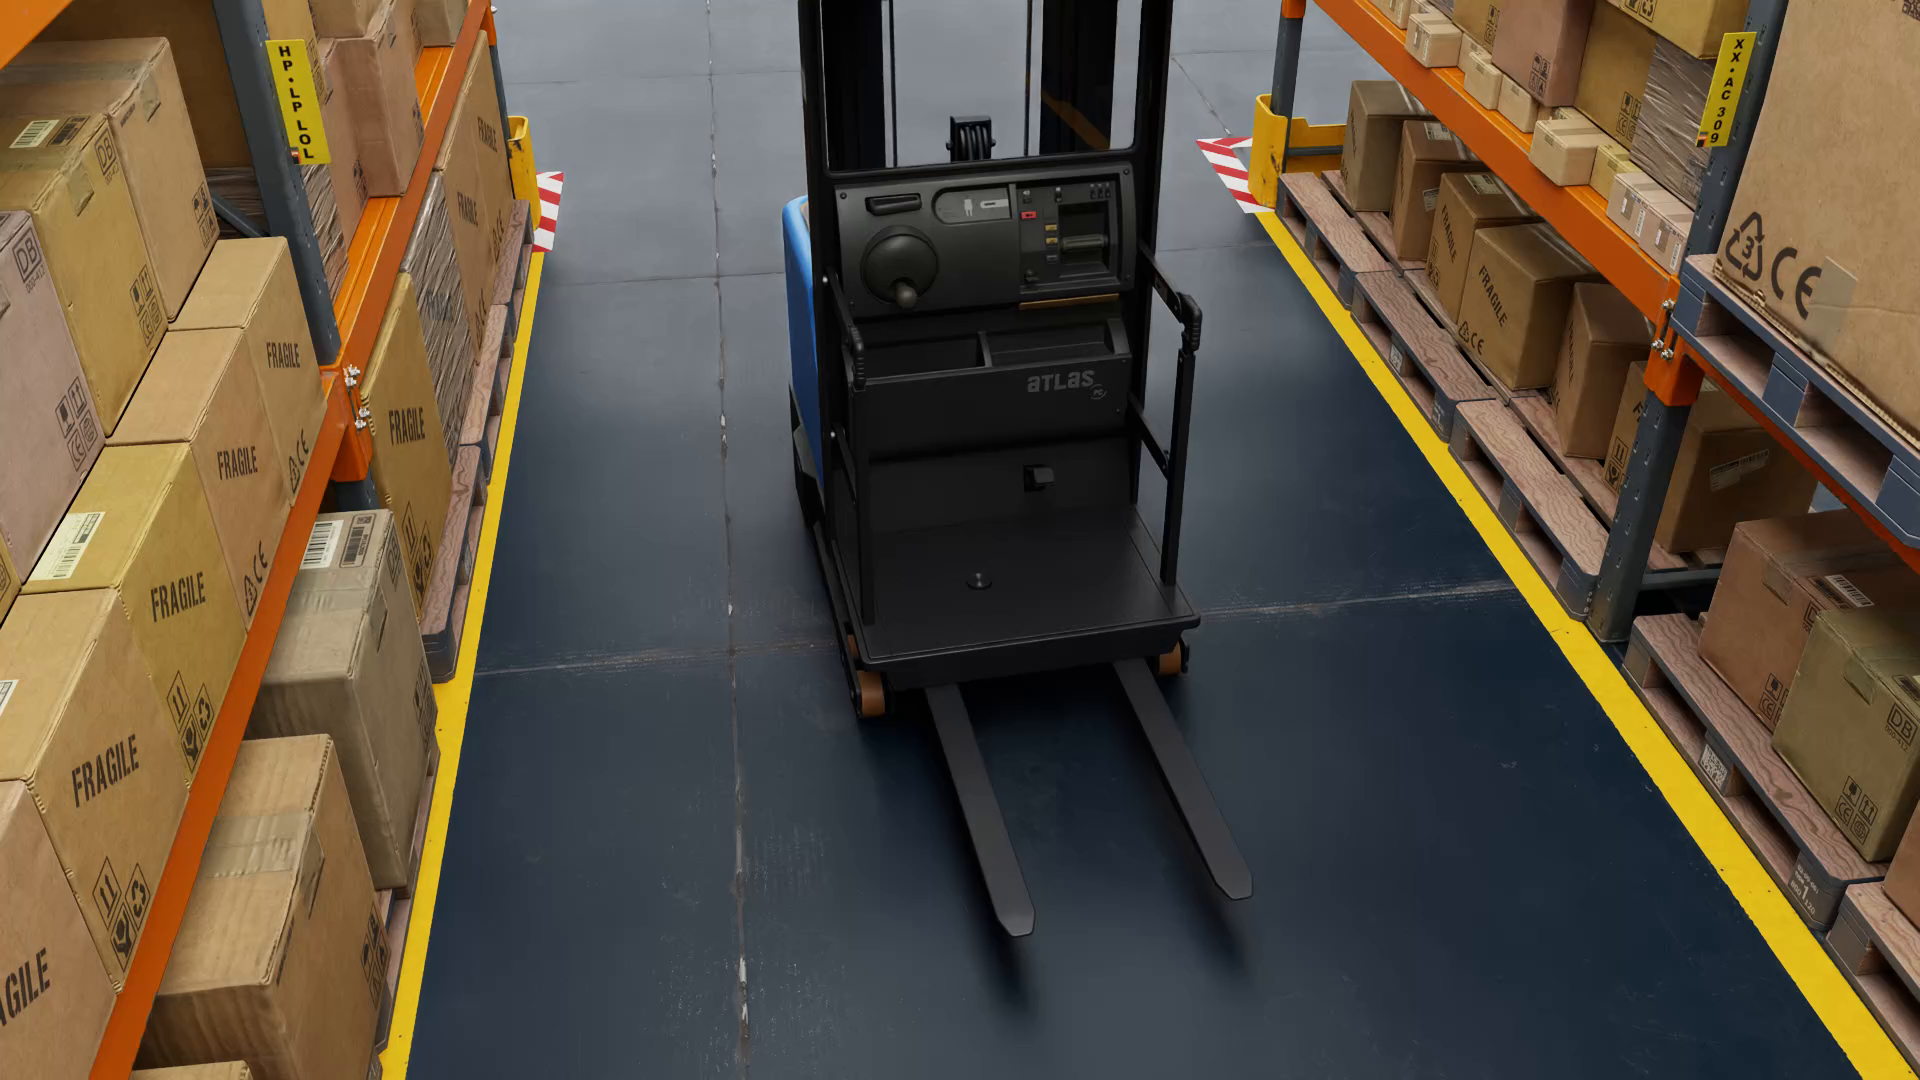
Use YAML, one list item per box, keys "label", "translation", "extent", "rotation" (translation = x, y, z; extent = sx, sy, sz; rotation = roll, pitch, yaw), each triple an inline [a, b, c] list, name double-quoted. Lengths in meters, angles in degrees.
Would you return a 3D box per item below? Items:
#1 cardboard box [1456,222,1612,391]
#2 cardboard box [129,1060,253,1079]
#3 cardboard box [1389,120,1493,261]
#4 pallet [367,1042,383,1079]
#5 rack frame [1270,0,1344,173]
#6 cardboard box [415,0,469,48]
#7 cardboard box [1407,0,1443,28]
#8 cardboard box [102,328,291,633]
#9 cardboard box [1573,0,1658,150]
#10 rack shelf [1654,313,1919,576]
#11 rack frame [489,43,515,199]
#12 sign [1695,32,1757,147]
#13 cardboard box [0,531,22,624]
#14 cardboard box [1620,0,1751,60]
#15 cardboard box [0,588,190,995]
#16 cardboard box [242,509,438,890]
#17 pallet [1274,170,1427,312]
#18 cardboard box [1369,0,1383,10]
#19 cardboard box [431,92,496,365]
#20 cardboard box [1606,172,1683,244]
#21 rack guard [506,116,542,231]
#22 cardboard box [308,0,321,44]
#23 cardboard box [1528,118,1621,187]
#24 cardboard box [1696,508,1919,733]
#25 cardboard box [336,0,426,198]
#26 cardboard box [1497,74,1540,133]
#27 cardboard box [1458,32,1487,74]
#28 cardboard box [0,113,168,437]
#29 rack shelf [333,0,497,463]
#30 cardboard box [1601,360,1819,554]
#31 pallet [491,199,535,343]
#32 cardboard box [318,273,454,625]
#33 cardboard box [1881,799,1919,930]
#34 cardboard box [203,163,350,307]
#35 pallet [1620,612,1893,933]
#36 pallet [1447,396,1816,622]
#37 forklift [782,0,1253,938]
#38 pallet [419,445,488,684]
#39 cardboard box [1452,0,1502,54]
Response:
- label: "cardboard box"
  translation: [2.429, -0.976, 6.865]
  extent: [0.500, 0.500, 0.500]
  rotation: [-7, 35, -11]
- label: "cardboard box"
  translation: [-1.815, 1.524, 2.975]
  extent: [1.050, 0.750, 0.750]
  rotation: [-4, 34, -6]
- label: "cardboard box"
  translation: [2.333, -1.641, 7.842]
  extent: [0.500, 0.500, 0.500]
  rotation: [4, 35, 6]
- label: "pallet"
  translation: [-1.894, 1.629, 3.671]
  extent: [1.003, 0.211, 1.213]
  rotation: [-4, 35, -6]
- label: "rack frame"
  translation: [2.151, -3.181, 8.255]
  extent: [1.000, 3.000, 0.127]
  rotation: [-4, 35, -6]
- label: "cardboard box"
  translation: [-2.587, -2.415, 6.997]
  extent: [0.875, 0.550, 0.550]
  rotation: [-4, 35, -6]
- label: "cardboard box"
  translation: [2.128, -2.203, 7.043]
  extent: [0.380, 0.149, 0.250]
  rotation: [-4, 35, -6]
- label: "cardboard box"
  translation: [-1.836, -0.118, 3.671]
  extent: [0.500, 0.500, 0.500]
  rotation: [-5, 35, -7]
- label: "cardboard box"
  translation: [2.658, -1.651, 5.656]
  extent: [0.875, 0.500, 0.500]
  rotation: [-4, 35, -6]
- label: "rack shelf"
  translation: [2.958, 0.464, 3.544]
  extent: [1.077, 0.370, 4.000]
  rotation: [-4, 35, -6]
- label: "rack frame"
  translation: [-2.777, -2.862, 7.786]
  extent: [1.000, 3.000, 0.127]
  rotation: [-4, 35, -6]
- label: "sign"
  translation: [2.153, -1.262, 4.669]
  extent: [0.100, 0.325, 0.005]
  rotation: [-4, 35, -6]
- label: "cardboard box"
  translation: [-1.961, 0.043, 2.547]
  extent: [0.700, 0.500, 0.500]
  rotation: [-5, 35, -7]
- label: "cardboard box"
  translation: [2.356, -1.757, 4.924]
  extent: [0.500, 0.500, 0.500]
  rotation: [-4, 35, -6]
- label: "cardboard box"
  translation: [-1.698, 0.447, 2.842]
  extent: [0.500, 0.500, 0.500]
  rotation: [-5, 35, -7]
- label: "cardboard box"
  translation: [-2.067, 0.466, 4.528]
  extent: [1.050, 0.750, 0.750]
  rotation: [-5, 35, -7]
- label: "pallet"
  translation: [2.236, -1.531, 8.309]
  extent: [1.003, 0.211, 1.213]
  rotation: [-4, 35, -6]
- label: "cardboard box"
  translation: [2.041, -2.481, 7.450]
  extent: [0.380, 0.149, 0.250]
  rotation: [-4, 35, -6]
- label: "cardboard box"
  translation: [-2.500, -1.293, 6.998]
  extent: [0.875, 0.875, 0.875]
  rotation: [-5, 35, -7]
- label: "cardboard box"
  translation: [2.345, -1.083, 5.399]
  extent: [0.380, 0.149, 0.250]
  rotation: [-4, 35, -6]
- label: "rack guard"
  translation: [-2.781, -1.843, 8.510]
  extent: [1.175, 0.500, 0.348]
  rotation: [-4, 35, -6]
- label: "cardboard box"
  translation: [-2.444, -1.645, 4.908]
  extent: [0.875, 0.550, 0.550]
  rotation: [-4, 35, -6]
- label: "cardboard box"
  translation: [2.227, -1.358, 5.803]
  extent: [0.380, 0.149, 0.250]
  rotation: [-4, 35, -6]
- label: "cardboard box"
  translation: [2.750, 0.246, 5.054]
  extent: [0.700, 0.500, 0.500]
  rotation: [-7, 35, -10]
- label: "cardboard box"
  translation: [-2.353, -1.512, 5.672]
  extent: [0.875, 0.550, 0.550]
  rotation: [-4, 35, -6]
- label: "cardboard box"
  translation: [2.250, -1.644, 6.223]
  extent: [0.380, 0.149, 0.250]
  rotation: [-4, 35, -6]
- label: "cardboard box"
  translation: [2.224, -1.927, 6.637]
  extent: [0.380, 0.149, 0.250]
  rotation: [-4, 35, -6]
- label: "cardboard box"
  translation: [-2.096, -0.521, 3.374]
  extent: [0.700, 0.500, 0.500]
  rotation: [-5, 35, -7]
- label: "rack shelf"
  translation: [-2.508, -1.449, 6.351]
  extent: [1.077, 0.370, 4.000]
  rotation: [-4, 35, -6]
- label: "cardboard box"
  translation: [2.675, -0.316, 5.897]
  extent: [0.500, 0.500, 0.500]
  rotation: [-5, 35, -8]
- label: "pallet"
  translation: [-2.592, -1.269, 7.925]
  extent: [1.003, 0.211, 1.213]
  rotation: [-4, 35, -6]
- label: "cardboard box"
  translation: [-2.255, -0.282, 5.514]
  extent: [0.875, 0.875, 0.875]
  rotation: [-4, 34, -6]
- label: "cardboard box"
  translation: [2.872, 0.826, 4.203]
  extent: [0.700, 0.500, 0.500]
  rotation: [-7, 35, -10]
- label: "cardboard box"
  translation: [-2.301, -0.897, 4.769]
  extent: [0.875, 0.550, 0.550]
  rotation: [-4, 35, -6]
- label: "pallet"
  translation: [2.795, 0.637, 5.127]
  extent: [1.003, 0.211, 1.213]
  rotation: [-4, 35, -6]
- label: "pallet"
  translation: [2.564, -0.169, 6.311]
  extent: [1.003, 0.211, 1.213]
  rotation: [-4, 35, -6]
- label: "forklift"
  translation: [0.135, -0.865, 4.917]
  extent: [1.130, 2.935, 3.031]
  rotation: [-7, 35, -10]
- label: "pallet"
  translation: [-2.264, 0.092, 5.927]
  extent: [1.003, 0.211, 1.213]
  rotation: [-4, 35, -6]
- label: "cardboard box"
  translation: [2.464, -2.204, 6.468]
  extent: [0.875, 0.500, 0.500]
  rotation: [-4, 35, -6]
